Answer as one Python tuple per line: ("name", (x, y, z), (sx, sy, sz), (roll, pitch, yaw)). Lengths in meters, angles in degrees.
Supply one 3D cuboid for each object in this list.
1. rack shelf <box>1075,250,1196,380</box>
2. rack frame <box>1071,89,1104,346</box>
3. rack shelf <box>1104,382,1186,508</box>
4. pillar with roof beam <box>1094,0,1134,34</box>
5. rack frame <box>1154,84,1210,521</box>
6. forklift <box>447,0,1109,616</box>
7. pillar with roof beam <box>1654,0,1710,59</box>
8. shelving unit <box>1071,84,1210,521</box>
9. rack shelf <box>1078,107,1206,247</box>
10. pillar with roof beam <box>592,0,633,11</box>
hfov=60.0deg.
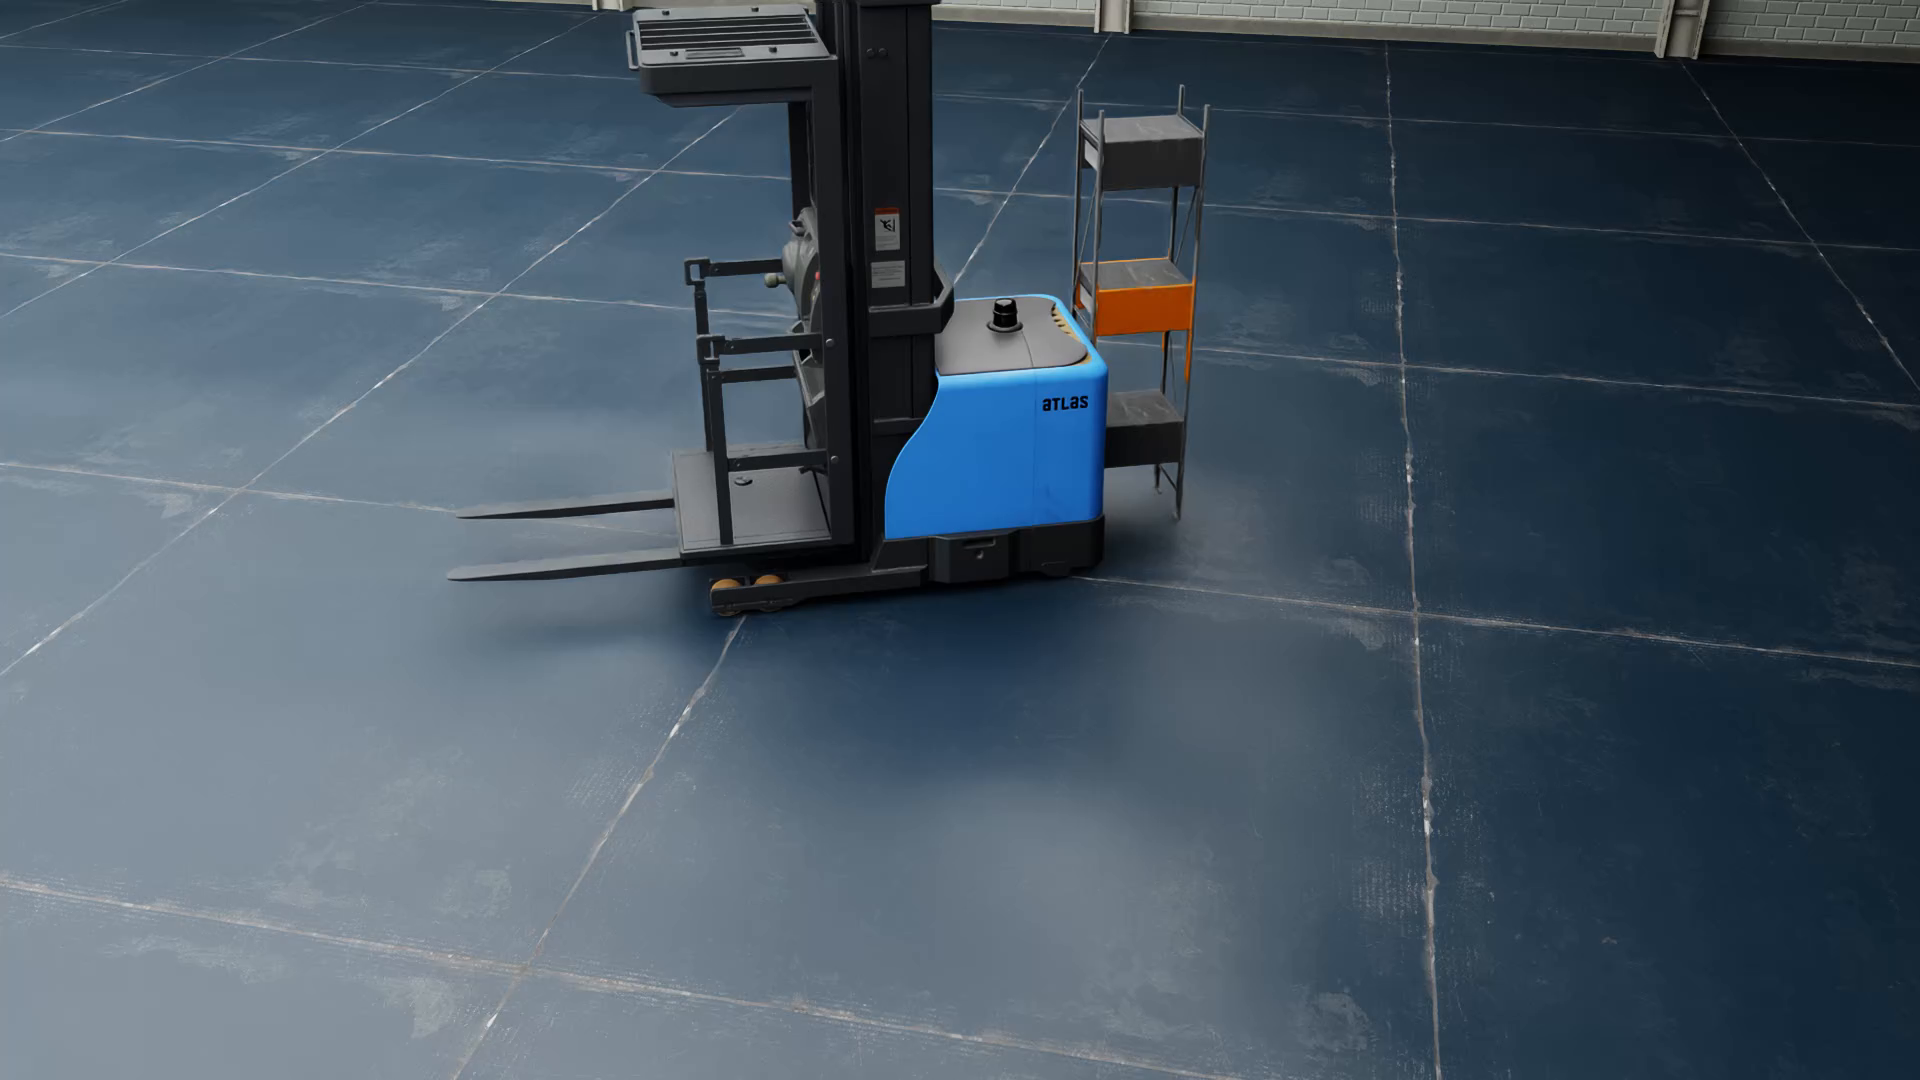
("rack shelf", (0.831, -1.076, 8.057), (0.480, 0.518, 0.431), (-5, 29, -10))
("rack frame", (0.592, -1.065, 8.009), (0.015, 2.100, 0.400), (-5, 29, -10))
("rack shelf", (0.831, -0.462, 8.393), (0.480, 0.518, 0.431), (-5, 29, -10))
("pillar with roof beam", (0.830, -7.674, 12.897), (0.400, 9.000, 9.100), (6, 29, 11))
("rack frame", (1.070, -1.111, 8.092), (0.015, 2.100, 0.400), (-5, 29, -10))
("forklift", (-0.885, -1.214, 7.415), (3.031, 2.935, 1.130), (-5, 29, -10))
("pillar with roof beam", (6.698, -7.072, 11.798), (0.400, 9.000, 9.100), (6, 29, 11))
("shelving unit", (0.831, -1.088, 8.050), (0.503, 2.100, 0.431), (-5, 29, -10))
("rack shelf", (0.831, -1.690, 7.721), (0.480, 0.518, 0.431), (-5, 29, -10))
("pillar with roof beam", (-5.038, -8.276, 13.996), (0.400, 9.000, 9.100), (6, 29, 11))
